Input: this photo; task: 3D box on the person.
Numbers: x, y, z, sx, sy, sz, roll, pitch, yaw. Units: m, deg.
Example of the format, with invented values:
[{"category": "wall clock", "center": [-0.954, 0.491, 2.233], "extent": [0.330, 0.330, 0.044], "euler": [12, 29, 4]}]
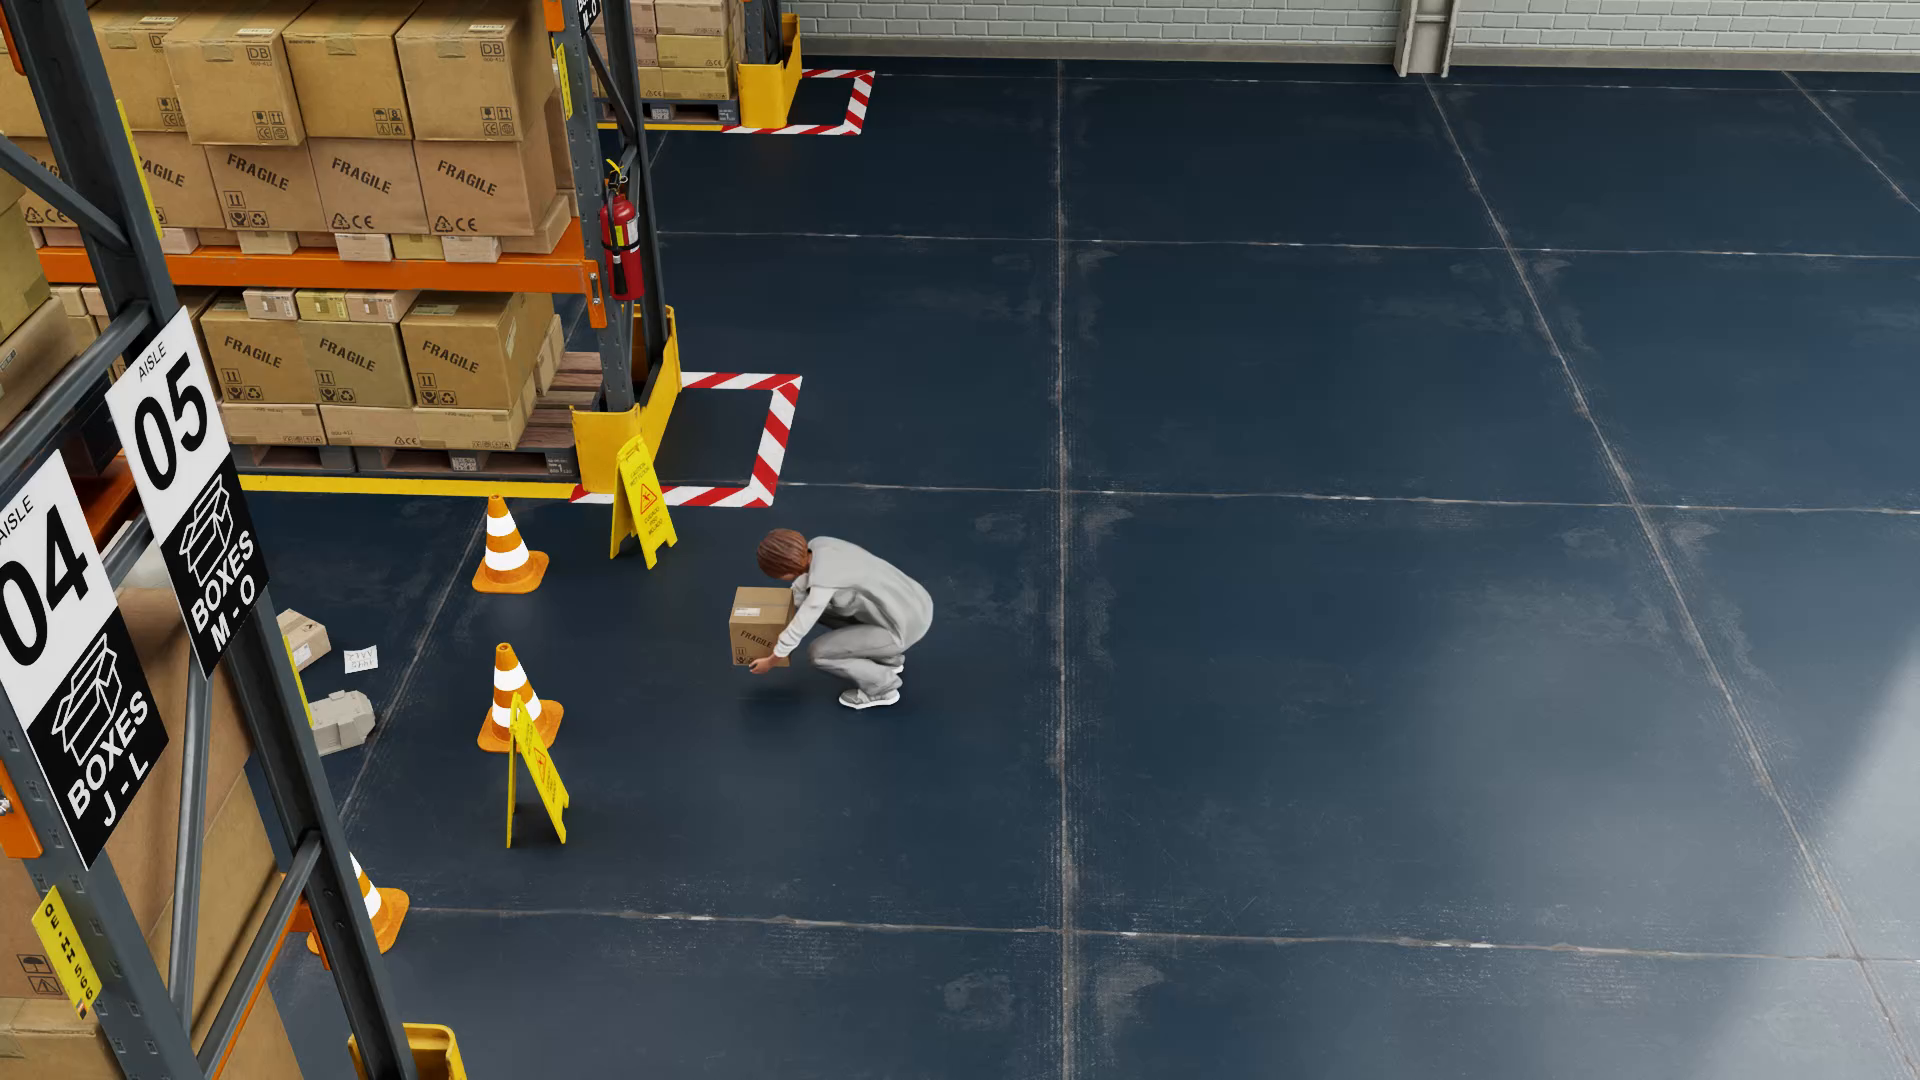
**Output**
[{"category": "person", "center": [-0.527, 0.316, 7.305], "extent": [0.817, 0.875, 0.445], "euler": [1, 36, 2]}]
